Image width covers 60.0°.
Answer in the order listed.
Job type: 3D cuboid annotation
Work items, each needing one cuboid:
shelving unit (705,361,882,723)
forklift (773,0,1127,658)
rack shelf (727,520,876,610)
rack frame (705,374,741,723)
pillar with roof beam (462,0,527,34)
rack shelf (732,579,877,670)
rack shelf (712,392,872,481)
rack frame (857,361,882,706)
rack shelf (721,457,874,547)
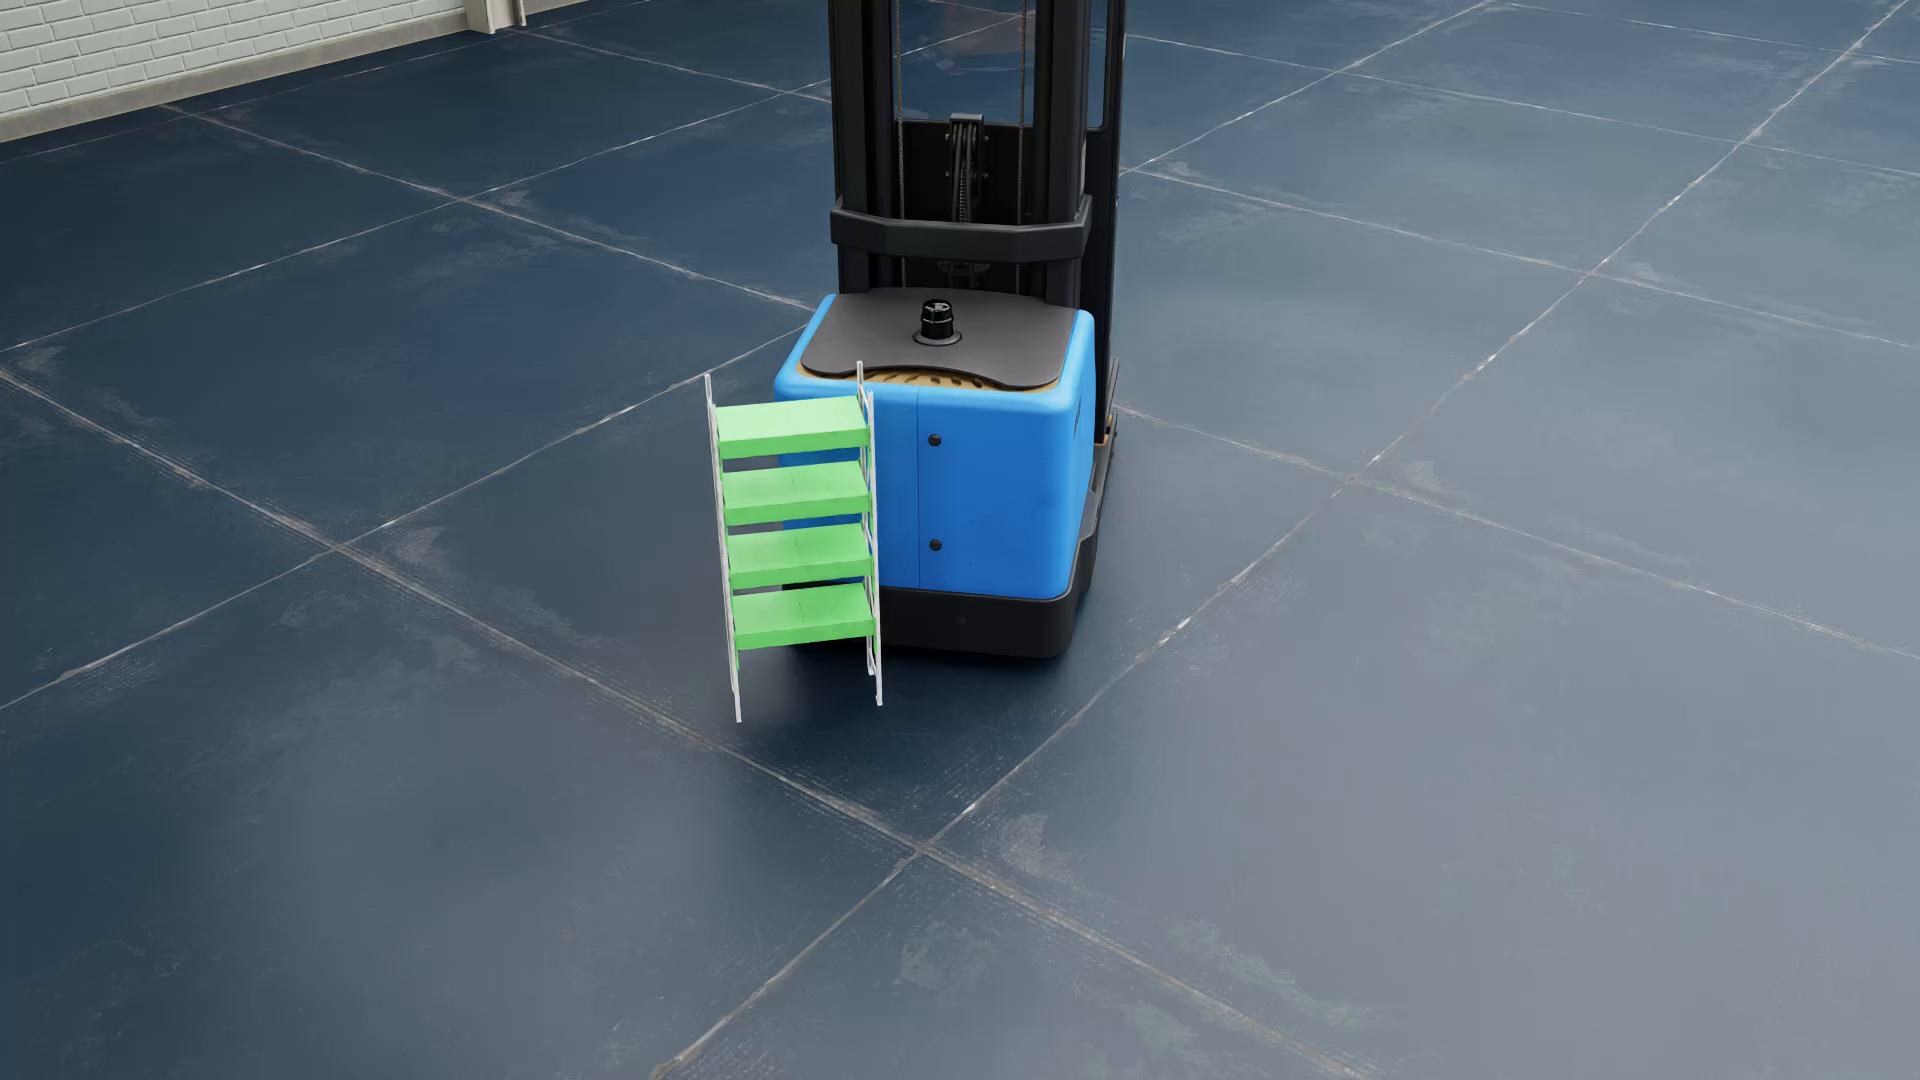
[{"bbox_3d":[-0.541,0.024,5.532,0.503,1.200,0.258,-6,31,-10],"label":"shelving unit"},{"bbox_3d":[0.101,-1.576,6.534,1.130,2.935,3.031,5,31,8],"label":"forklift"},{"bbox_3d":[-0.541,0.079,5.565,0.480,0.148,0.258,-6,31,-10],"label":"rack shelf"},{"bbox_3d":[-0.780,0.049,5.490,0.015,1.200,0.240,-6,31,-10],"label":"rack frame"},{"bbox_3d":[-0.492,-6.894,9.556,9.100,9.000,0.400,21,37,31],"label":"pillar with roof beam"},{"bbox_3d":[-0.541,0.286,5.687,0.480,0.148,0.258,-6,31,-10],"label":"rack shelf"},{"bbox_3d":[-0.541,-0.334,5.320,0.480,0.148,0.258,-6,31,-10],"label":"rack shelf"},{"bbox_3d":[-0.302,-0.001,5.574,0.015,1.200,0.240,-6,31,-10],"label":"rack frame"},{"bbox_3d":[-0.541,-0.127,5.442,0.480,0.148,0.258,-6,31,-10],"label":"rack shelf"}]
